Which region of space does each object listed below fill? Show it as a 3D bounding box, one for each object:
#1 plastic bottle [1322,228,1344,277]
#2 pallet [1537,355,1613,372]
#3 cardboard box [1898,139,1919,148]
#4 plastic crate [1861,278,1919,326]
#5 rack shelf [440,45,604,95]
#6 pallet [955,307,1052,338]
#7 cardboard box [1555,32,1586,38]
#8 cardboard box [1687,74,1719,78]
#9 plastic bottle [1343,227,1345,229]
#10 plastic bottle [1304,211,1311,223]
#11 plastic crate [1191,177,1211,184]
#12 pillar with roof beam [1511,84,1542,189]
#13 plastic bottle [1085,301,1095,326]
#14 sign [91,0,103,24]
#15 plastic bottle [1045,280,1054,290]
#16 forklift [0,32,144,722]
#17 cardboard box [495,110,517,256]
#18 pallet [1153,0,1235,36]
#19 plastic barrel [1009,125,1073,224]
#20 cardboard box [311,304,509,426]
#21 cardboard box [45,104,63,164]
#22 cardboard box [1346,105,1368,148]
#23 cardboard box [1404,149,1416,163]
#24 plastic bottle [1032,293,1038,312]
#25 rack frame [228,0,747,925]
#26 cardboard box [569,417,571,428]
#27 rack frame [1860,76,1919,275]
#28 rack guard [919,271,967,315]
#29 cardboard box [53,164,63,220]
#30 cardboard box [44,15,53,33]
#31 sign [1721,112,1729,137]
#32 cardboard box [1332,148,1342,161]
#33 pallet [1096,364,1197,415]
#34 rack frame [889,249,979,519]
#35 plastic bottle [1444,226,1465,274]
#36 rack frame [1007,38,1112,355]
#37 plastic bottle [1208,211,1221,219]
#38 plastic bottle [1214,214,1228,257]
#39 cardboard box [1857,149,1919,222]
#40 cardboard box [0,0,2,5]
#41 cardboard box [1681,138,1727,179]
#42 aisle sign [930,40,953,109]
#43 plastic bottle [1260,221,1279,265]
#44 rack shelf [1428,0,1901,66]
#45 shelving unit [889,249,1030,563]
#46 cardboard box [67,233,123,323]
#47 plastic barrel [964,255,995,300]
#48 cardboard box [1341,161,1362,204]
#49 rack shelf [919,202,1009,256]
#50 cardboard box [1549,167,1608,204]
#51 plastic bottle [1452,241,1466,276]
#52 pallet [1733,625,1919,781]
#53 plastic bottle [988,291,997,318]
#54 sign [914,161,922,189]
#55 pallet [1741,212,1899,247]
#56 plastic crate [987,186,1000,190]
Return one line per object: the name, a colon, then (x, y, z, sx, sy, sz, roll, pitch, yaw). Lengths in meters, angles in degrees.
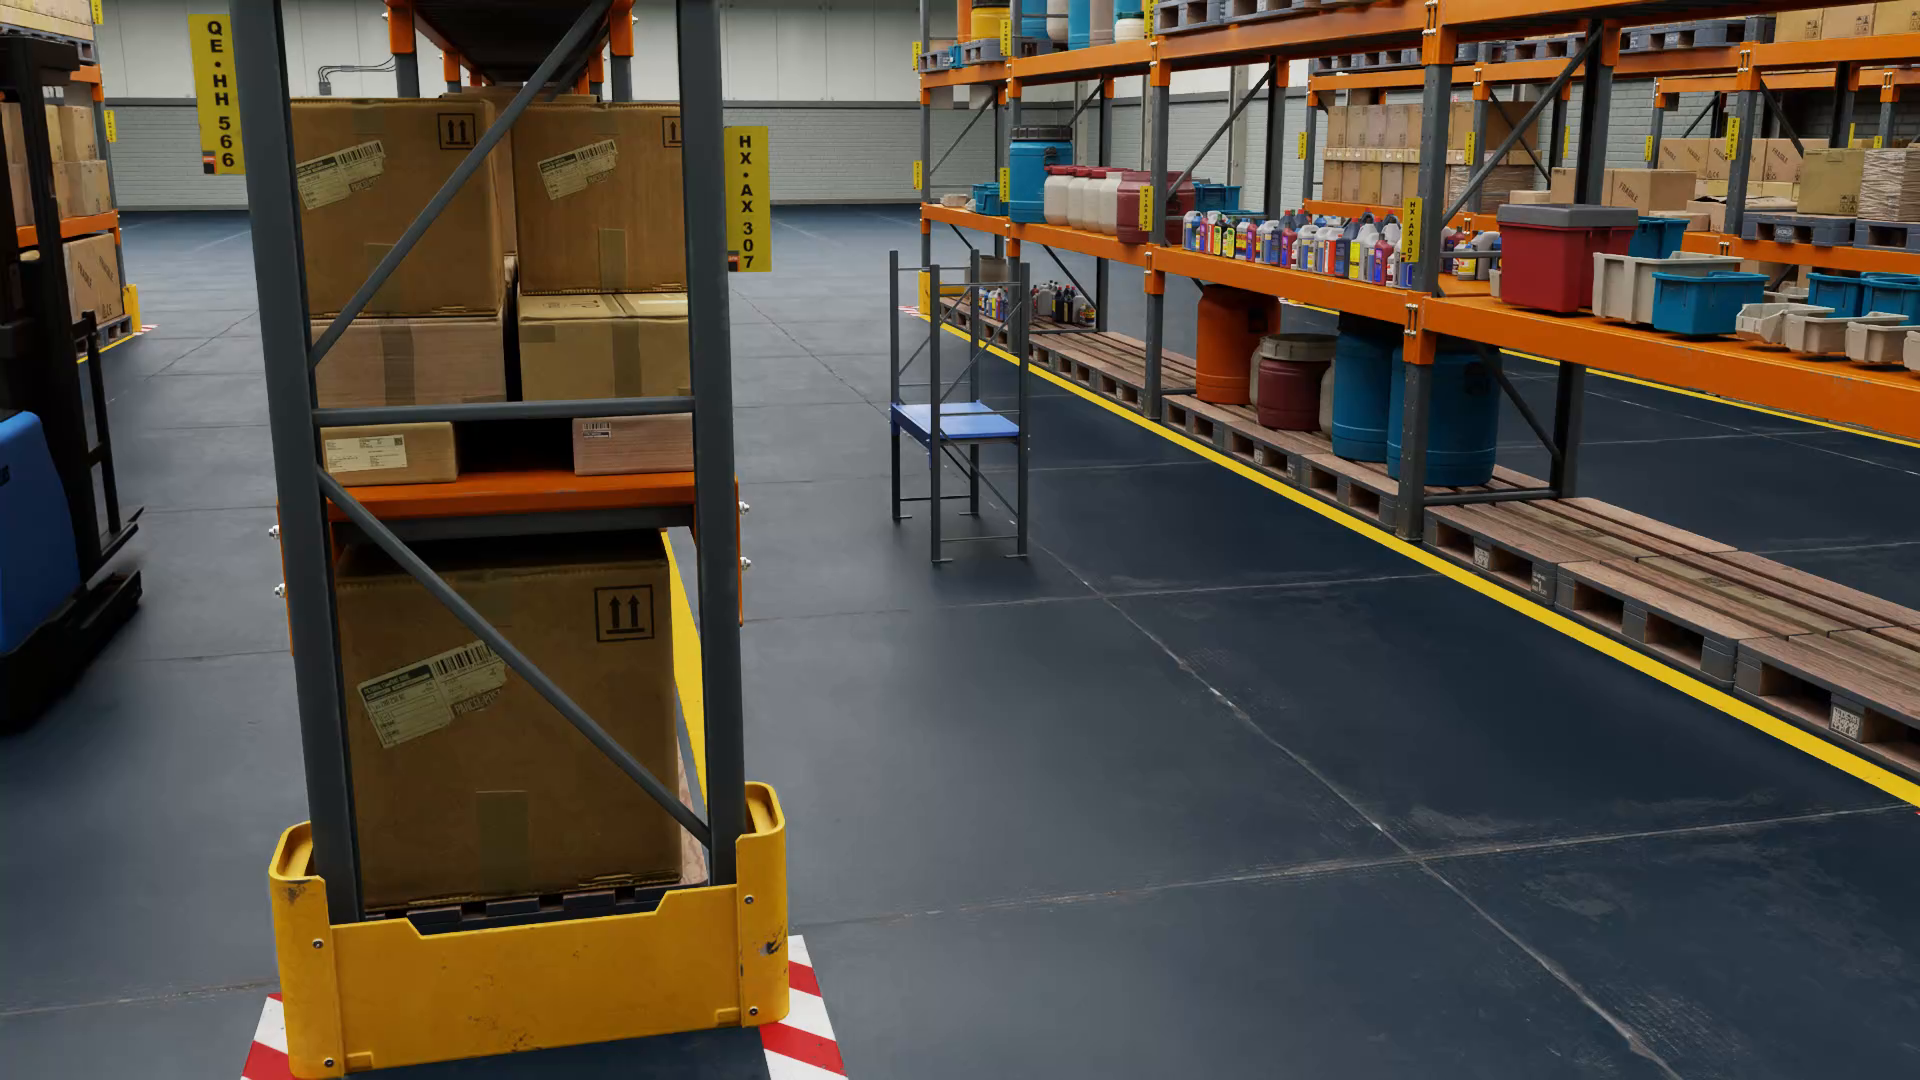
plastic bottle: (2.239, -1.699, 9.822, 0.152, 0.276, 0.135, -3, 14, -13)
pallet: (6.288, -1.802, 15.858, 1.003, 0.211, 1.213, -3, 14, -13)
cardboard box: (10.694, -4.304, 18.919, 0.500, 0.500, 0.500, -4, 14, -14)
plastic crate: (3.743, -0.890, 6.475, 0.416, 0.233, 0.300, -3, 14, -13)
rack shelf: (-3.373, -3.701, 12.952, 1.077, 0.370, 4.000, -3, 14, -13)
pallet: (0.564, -2.416, 18.370, 1.003, 0.211, 1.213, -3, 14, -13)
cardboard box: (6.054, -4.925, 15.878, 0.500, 0.250, 0.500, -5, 15, -19)
cardboard box: (9.589, -6.105, 21.020, 0.500, 0.500, 0.500, -2, 14, -9)
plastic bottle: (2.621, -2.027, 11.321, 0.097, 0.201, 0.097, 0, 14, 0)
plastic bottle: (2.475, -2.229, 11.976, 0.061, 0.283, 0.133, -3, 14, -13)
plastic crate: (1.829, -2.829, 14.052, 0.402, 0.464, 0.583, -3, 14, -13)
pillar with roof beam: (5.074, -8.751, 25.786, 9.100, 9.000, 0.400, -3, 14, -13)
plastic bottle: (1.323, -2.317, 16.914, 0.097, 0.271, 0.097, 0, 14, 0)
sign: (-9.097, -5.600, 17.511, 0.100, 0.325, 0.005, -3, 14, -13)
plastic bottle: (0.998, -2.652, 18.116, 0.144, 0.351, 0.185, -3, 14, -11)
forklift: (-4.252, -1.020, 6.928, 1.130, 2.935, 3.031, -3, 14, -14)
cardboard box: (-1.865, -1.287, 5.983, 0.500, 0.500, 0.500, -4, 14, -15)
pallet: (1.996, -3.592, 11.386, 1.003, 0.211, 1.213, -3, 14, -13)
plastic barrel: (0.768, -3.469, 15.748, 0.600, 0.901, 0.708, -3, 14, -13)
cardboard box: (-1.396, -0.455, 4.160, 0.500, 0.250, 0.500, -4, 14, -14)
cardboard box: (-9.109, -3.861, 15.818, 0.875, 0.550, 0.500, -3, 14, -13)
cardboard box: (5.086, -4.966, 19.990, 0.700, 0.500, 0.500, -4, 14, -15)
cardboard box: (5.218, -4.314, 18.686, 0.380, 0.149, 0.250, -3, 14, -12)
plastic bottle: (0.838, -2.606, 18.243, 0.097, 0.201, 0.097, 0, 14, 0)
rack frame: (-1.025, -0.287, 3.780, 1.000, 3.000, 0.127, -3, 14, -13)
cardboard box: (-0.909, -0.383, 4.704, 0.380, 0.149, 0.250, -4, 14, -15)
rack frame: (10.602, -3.883, 18.502, 1.000, 3.000, 0.127, -3, 14, -13)
rack guard: (0.096, -3.025, 20.254, 1.175, 0.500, 0.348, -3, 14, -13)
cardboard box: (-9.171, -3.333, 15.932, 0.875, 0.550, 0.500, -3, 14, -13)
cardboard box: (-8.862, -4.903, 15.787, 0.380, 0.149, 0.250, -3, 14, -12)
sign: (10.206, -5.548, 22.211, 0.100, 0.325, 0.005, -3, 14, -13)
cardboard box: (4.795, -4.729, 20.388, 0.380, 0.149, 0.250, -4, 14, -15)
pallet: (1.767, -1.235, 13.536, 1.003, 0.211, 1.213, -3, 14, -13)
rack frame: (-0.139, -0.866, 9.310, 0.500, 1.500, 0.032, -3, 14, -13)
plastic bottle: (2.970, -1.742, 9.983, 0.061, 0.283, 0.133, -3, 14, -13)
rack frame: (0.972, -3.331, 16.241, 1.000, 3.000, 0.127, -3, 14, -13)
plastic bottle: (1.846, -2.239, 12.031, 0.152, 0.276, 0.135, -3, 14, -13)
plastic bottle: (1.794, -2.094, 11.422, 0.061, 0.283, 0.133, -3, 14, -13)
cardboard box: (7.013, -2.575, 12.053, 0.700, 0.500, 0.500, -1, 14, -3)
cardboard box: (-8.530, -4.712, 14.166, 0.500, 0.250, 0.500, -3, 14, -13)
cardboard box: (9.588, -4.866, 21.217, 0.500, 0.500, 0.500, -3, 14, -13)
aisle sign: (-0.269, -5.517, 19.711, 0.394, 0.787, 0.004, -3, 14, -13)
plastic bottle: (2.024, -1.910, 10.687, 0.152, 0.276, 0.135, -3, 14, -13)
rack shelf: (3.320, -2.132, 6.528, 1.077, 0.370, 4.000, -3, 14, -13)
shelving unit: (-0.020, -0.748, 8.830, 0.538, 1.500, 1.048, -3, 14, -13)
cardboard box: (-9.404, -2.744, 17.429, 0.875, 0.875, 0.875, -3, 14, -13)
plastic barrel: (0.261, -3.102, 19.660, 0.421, 0.512, 0.421, 0, 14, 0)
cardboard box: (5.073, -4.348, 20.195, 0.700, 0.500, 0.500, -3, 14, -12)
rack shelf: (0.502, -3.443, 18.215, 1.077, 0.370, 4.000, -3, 14, -13)
cardboard box: (6.076, -3.355, 16.130, 0.500, 0.500, 0.500, -2, 14, -9)
plastic bottle: (2.980, -1.675, 9.880, 0.097, 0.201, 0.097, 0, 14, 0)
pallet: (3.634, 0.599, 6.029, 1.003, 0.211, 1.213, -3, 14, -13)
plastic bottle: (0.385, -2.511, 17.695, 0.152, 0.276, 0.135, -3, 14, -12)
sign: (-0.504, -4.359, 19.864, 0.100, 0.325, 0.005, -3, 14, -13)
pallet: (6.954, -2.438, 12.990, 1.213, 0.211, 1.003, -3, 14, -13)
plastic crate: (0.588, -3.933, 19.017, 0.499, 0.251, 0.408, -3, 14, -13)
